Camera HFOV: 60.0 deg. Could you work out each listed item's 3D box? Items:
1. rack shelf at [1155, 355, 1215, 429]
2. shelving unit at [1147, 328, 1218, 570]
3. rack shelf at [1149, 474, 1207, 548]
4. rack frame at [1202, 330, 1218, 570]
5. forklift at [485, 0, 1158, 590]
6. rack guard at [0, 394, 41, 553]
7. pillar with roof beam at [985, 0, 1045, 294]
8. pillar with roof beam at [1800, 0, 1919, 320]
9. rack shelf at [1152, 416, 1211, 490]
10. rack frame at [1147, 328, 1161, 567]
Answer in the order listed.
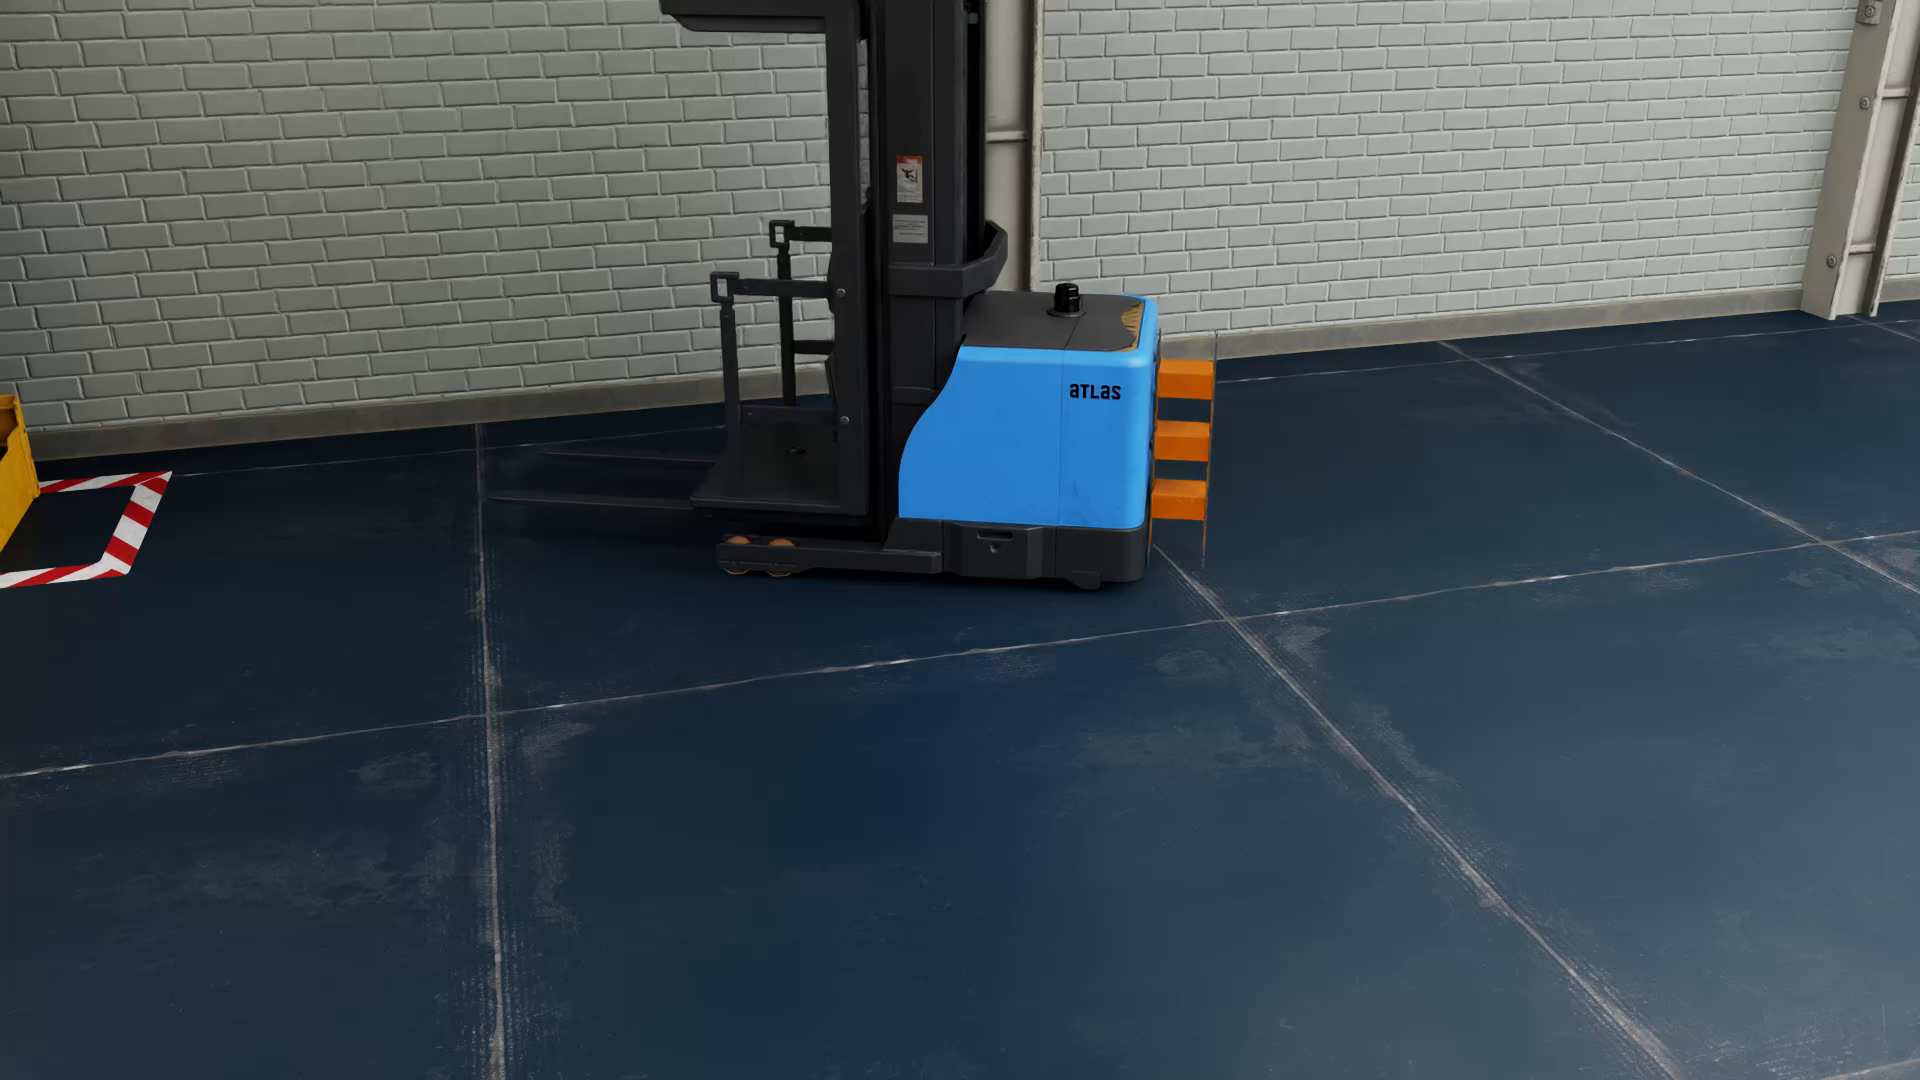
[{"bbox_3d":[0.979,-0.647,7.233,0.240,0.259,0.215,3,23,7],"label":"rack shelf"},{"bbox_3d":[0.979,-0.396,7.341,0.252,1.050,0.215,3,23,7],"label":"shelving unit"},{"bbox_3d":[0.979,-0.130,7.454,0.240,0.259,0.215,3,23,7],"label":"rack shelf"},{"bbox_3d":[1.100,-0.389,7.325,0.008,1.050,0.200,3,23,7],"label":"rack frame"},{"bbox_3d":[-0.641,-1.383,7.257,3.031,2.935,1.130,3,23,7],"label":"forklift"},{"bbox_3d":[-4.614,-0.249,7.696,0.348,0.500,1.175,-6,24,-14],"label":"rack guard"},{"bbox_3d":[1.389,-3.425,4.319,0.400,9.000,9.100,-6,24,-14],"label":"pillar with roof beam"},{"bbox_3d":[7.166,-4.064,5.809,0.400,9.000,9.100,-6,24,-14],"label":"pillar with roof beam"},{"bbox_3d":[0.979,-0.386,7.345,0.240,0.259,0.215,3,23,7],"label":"rack shelf"},{"bbox_3d":[0.858,-0.402,7.356,0.008,1.050,0.200,3,23,7],"label":"rack frame"}]
